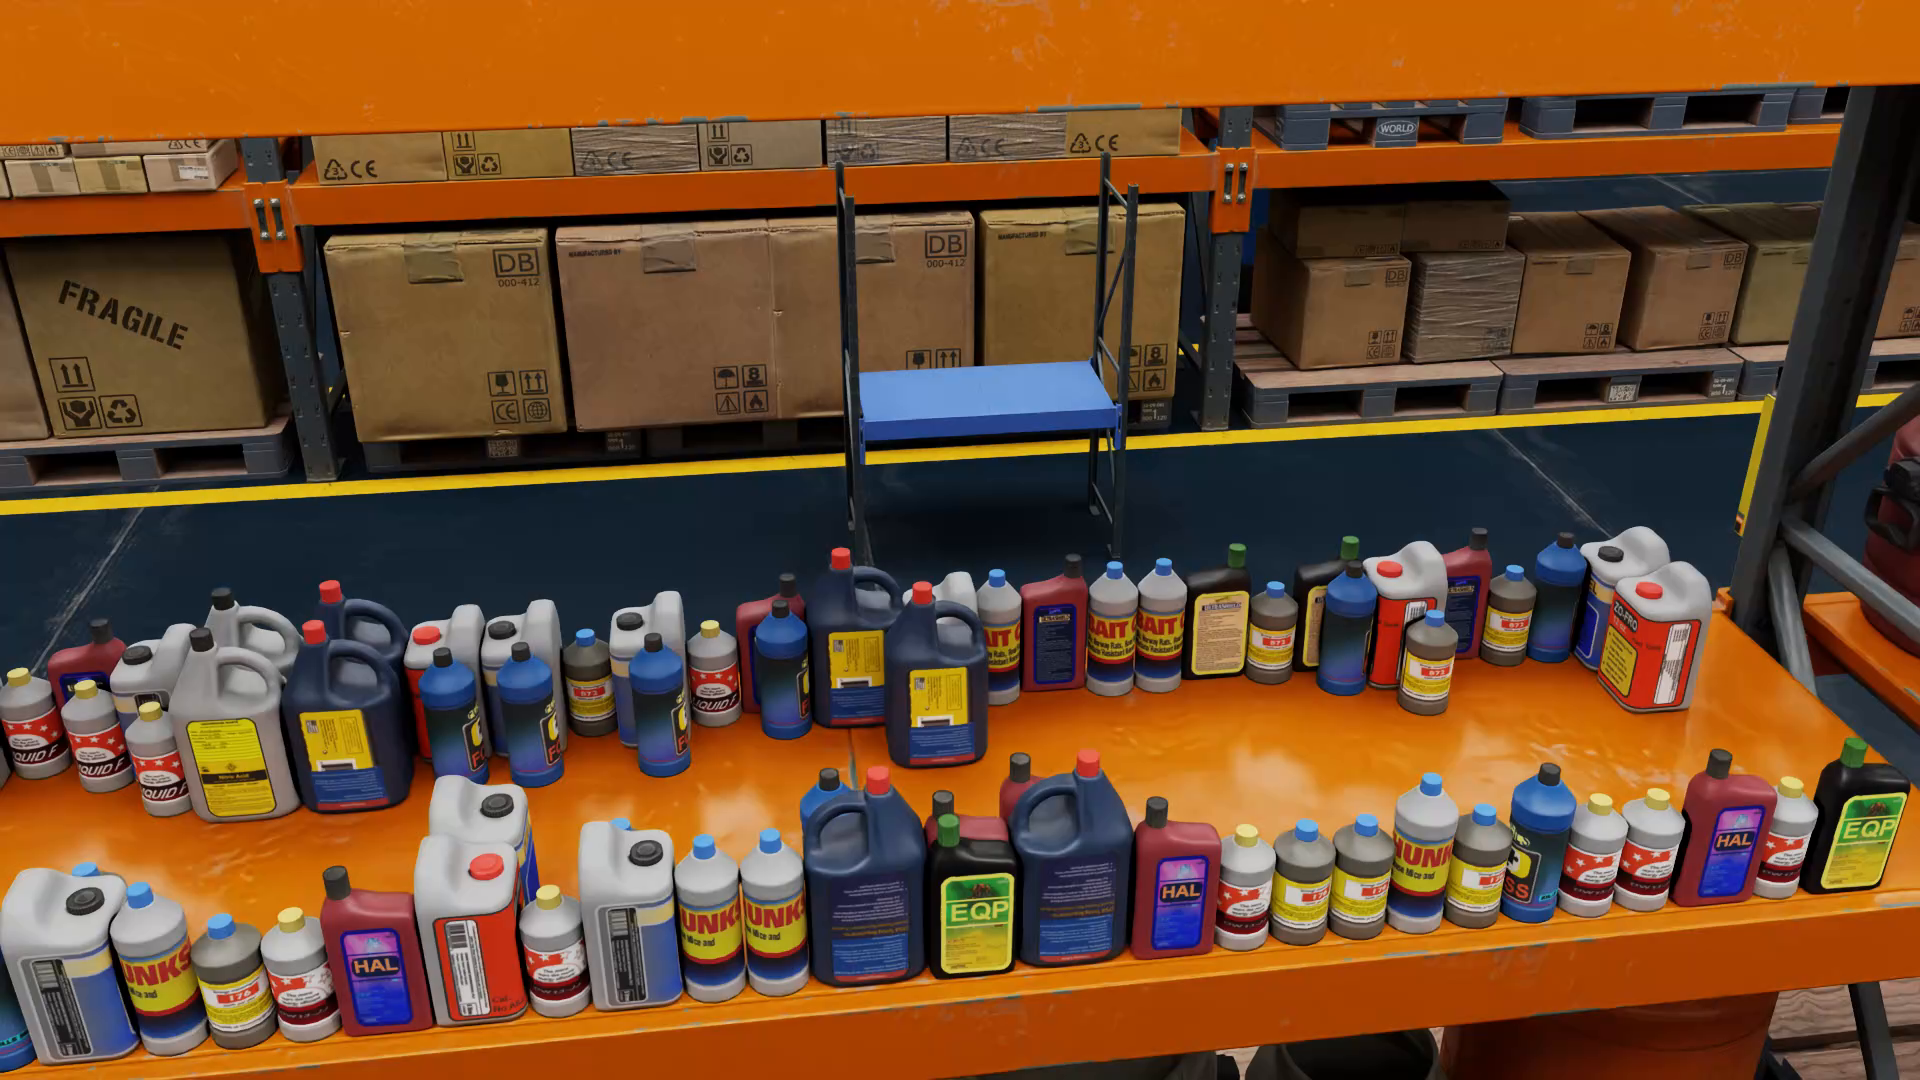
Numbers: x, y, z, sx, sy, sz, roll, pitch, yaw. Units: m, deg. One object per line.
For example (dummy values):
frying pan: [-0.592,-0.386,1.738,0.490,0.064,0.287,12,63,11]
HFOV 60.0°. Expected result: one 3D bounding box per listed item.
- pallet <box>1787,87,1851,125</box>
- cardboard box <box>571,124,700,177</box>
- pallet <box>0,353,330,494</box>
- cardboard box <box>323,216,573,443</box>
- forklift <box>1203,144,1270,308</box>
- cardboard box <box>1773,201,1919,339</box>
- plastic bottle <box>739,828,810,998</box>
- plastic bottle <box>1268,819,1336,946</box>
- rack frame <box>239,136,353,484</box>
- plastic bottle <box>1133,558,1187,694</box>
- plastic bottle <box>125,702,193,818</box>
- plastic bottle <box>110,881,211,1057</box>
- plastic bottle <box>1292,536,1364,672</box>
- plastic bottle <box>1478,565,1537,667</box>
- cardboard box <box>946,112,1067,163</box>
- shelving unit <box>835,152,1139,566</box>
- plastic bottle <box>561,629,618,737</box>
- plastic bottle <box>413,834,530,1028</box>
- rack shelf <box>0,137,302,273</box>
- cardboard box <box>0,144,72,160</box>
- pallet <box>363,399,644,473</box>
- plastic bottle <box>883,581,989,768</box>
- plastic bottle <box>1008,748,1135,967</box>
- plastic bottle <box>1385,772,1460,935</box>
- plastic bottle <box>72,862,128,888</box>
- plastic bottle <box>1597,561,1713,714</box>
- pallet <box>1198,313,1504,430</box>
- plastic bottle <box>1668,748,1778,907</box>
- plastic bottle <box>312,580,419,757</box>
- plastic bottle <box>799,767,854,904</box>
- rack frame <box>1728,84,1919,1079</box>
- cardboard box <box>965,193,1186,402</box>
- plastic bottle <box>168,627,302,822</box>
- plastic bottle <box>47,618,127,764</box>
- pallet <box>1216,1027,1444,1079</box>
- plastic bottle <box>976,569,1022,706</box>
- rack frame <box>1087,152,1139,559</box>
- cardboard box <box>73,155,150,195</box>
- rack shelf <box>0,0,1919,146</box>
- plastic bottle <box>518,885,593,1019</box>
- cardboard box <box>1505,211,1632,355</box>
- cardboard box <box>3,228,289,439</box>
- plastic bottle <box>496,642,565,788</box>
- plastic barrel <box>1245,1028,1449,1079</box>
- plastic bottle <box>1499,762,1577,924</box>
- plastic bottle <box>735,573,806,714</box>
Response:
pallet: [4.301,-2.249,8.057,1.213,0.211,1.003,-4,27,-7]
cardboard box: [-1.361,-1.833,6.927,0.500,0.500,0.500,-4,27,-8]
pallet: [-3.608,-0.554,7.599,1.213,0.211,1.003,-4,27,-7]
cardboard box: [-2.213,-1.099,7.474,0.875,0.875,1.225,-4,27,-7]
forklift: [2.261,-3.127,9.634,1.130,2.935,3.031,8,28,15]
cardboard box: [4.467,-1.371,8.393,0.500,0.500,0.700,-6,28,-11]
plastic bottle: [-0.281,0.556,2.521,0.097,0.271,0.097,0,27,0]
plastic bottle: [0.542,0.535,2.640,0.097,0.201,0.097,0,27,0]
rack frame: [-2.844,-1.808,6.988,0.127,3.000,1.000,-4,27,-7]
plastic bottle: [0.396,0.163,3.288,0.097,0.271,0.097,0,27,0]
plastic bottle: [-1.411,0.380,2.941,0.097,0.201,0.097,0,27,0]
plastic bottle: [-1.162,0.613,2.411,0.097,0.271,0.097,0,27,0]
plastic bottle: [0.736,0.127,3.344,0.133,0.283,0.061,-4,27,-7]
plastic bottle: [1.118,0.148,3.394,0.097,0.201,0.097,0,27,0]
cardboard box: [0.168,-1.934,7.125,0.500,0.500,0.500,-4,27,-8]
shelving unit: [0.084,-0.673,6.418,1.048,1.500,0.538,-4,27,-7]
plastic bottle: [-0.703,0.265,3.166,0.097,0.201,0.097,0,27,0]
plastic bottle: [-0.726,0.570,2.489,0.135,0.276,0.152,-4,27,-7]
rack shelf: [-4.825,-1.361,6.904,4.000,0.370,1.077,-4,27,-7]
cardboard box: [-3.757,-1.693,6.602,0.500,0.250,0.500,-3,27,-6]
pallet: [-2.091,-0.650,7.787,1.213,0.211,1.003,-4,27,-7]
plastic bottle: [-0.044,0.237,3.057,0.185,0.351,0.144,-4,27,-7]
plastic bottle: [0.170,0.481,2.581,0.185,0.351,0.144,-4,27,-7]
plastic bottle: [0.735,0.491,2.648,0.097,0.271,0.097,0,27,0]
plastic bottle: [-1.316,0.584,2.544,0.097,0.201,0.097,0,27,0]
plastic bottle: [1.354,0.182,3.245,0.135,0.276,0.152,-4,27,-7]
pallet: [1.891,-0.871,8.216,1.213,0.211,1.003,-4,27,-7]
plastic bottle: [1.237,0.462,2.692,0.133,0.283,0.061,-4,27,-7]
plastic bottle: [-1.107,0.235,3.061,0.185,0.351,0.144,-4,27,-7]
plastic bottle: [-0.205,0.485,2.660,0.097,0.271,0.097,0,27,0]
rack frame: [1.807,0.177,3.120,0.127,3.000,1.000,-4,27,-7]
cardboard box: [0.430,-1.269,7.806,0.875,0.875,1.225,-5,28,-10]
plastic bottle: [-1.269,0.312,2.911,0.185,0.351,0.144,-4,27,-7]
plastic bottle: [-1.586,0.276,3.053,0.133,0.283,0.061,-4,27,-7]
pallet: [1.032,1.486,3.622,1.213,0.211,1.003,-4,27,-7]
plastic bottle: [0.071,0.184,3.247,0.097,0.271,0.097,0,27,0]
rack frame: [0.588,-0.705,6.481,0.032,1.500,0.500,-4,27,-7]
cardboard box: [-3.356,-1.512,6.687,0.250,0.149,0.380,-3,27,-6]
rack shelf: [-0.174,-0.711,2.352,4.000,0.370,1.077,-4,27,-7]
plastic bottle: [-0.607,0.608,2.496,0.097,0.201,0.097,0,27,0]
cardboard box: [2.885,-1.278,8.211,0.500,0.500,0.700,-1,27,-3]
cardboard box: [-3.509,-1.044,7.366,0.875,0.875,0.875,-4,27,-7]
plastic bottle: [-0.779,0.308,3.004,0.097,0.271,0.097,0,27,0]
plastic barrel: [0.778,1.212,3.368,0.421,0.512,0.421,0,27,0]
plastic bottle: [0.928,0.479,2.672,0.097,0.271,0.097,0,27,0]
plastic bottle: [-0.362,0.198,3.207,0.133,0.283,0.061,-4,27,-7]
